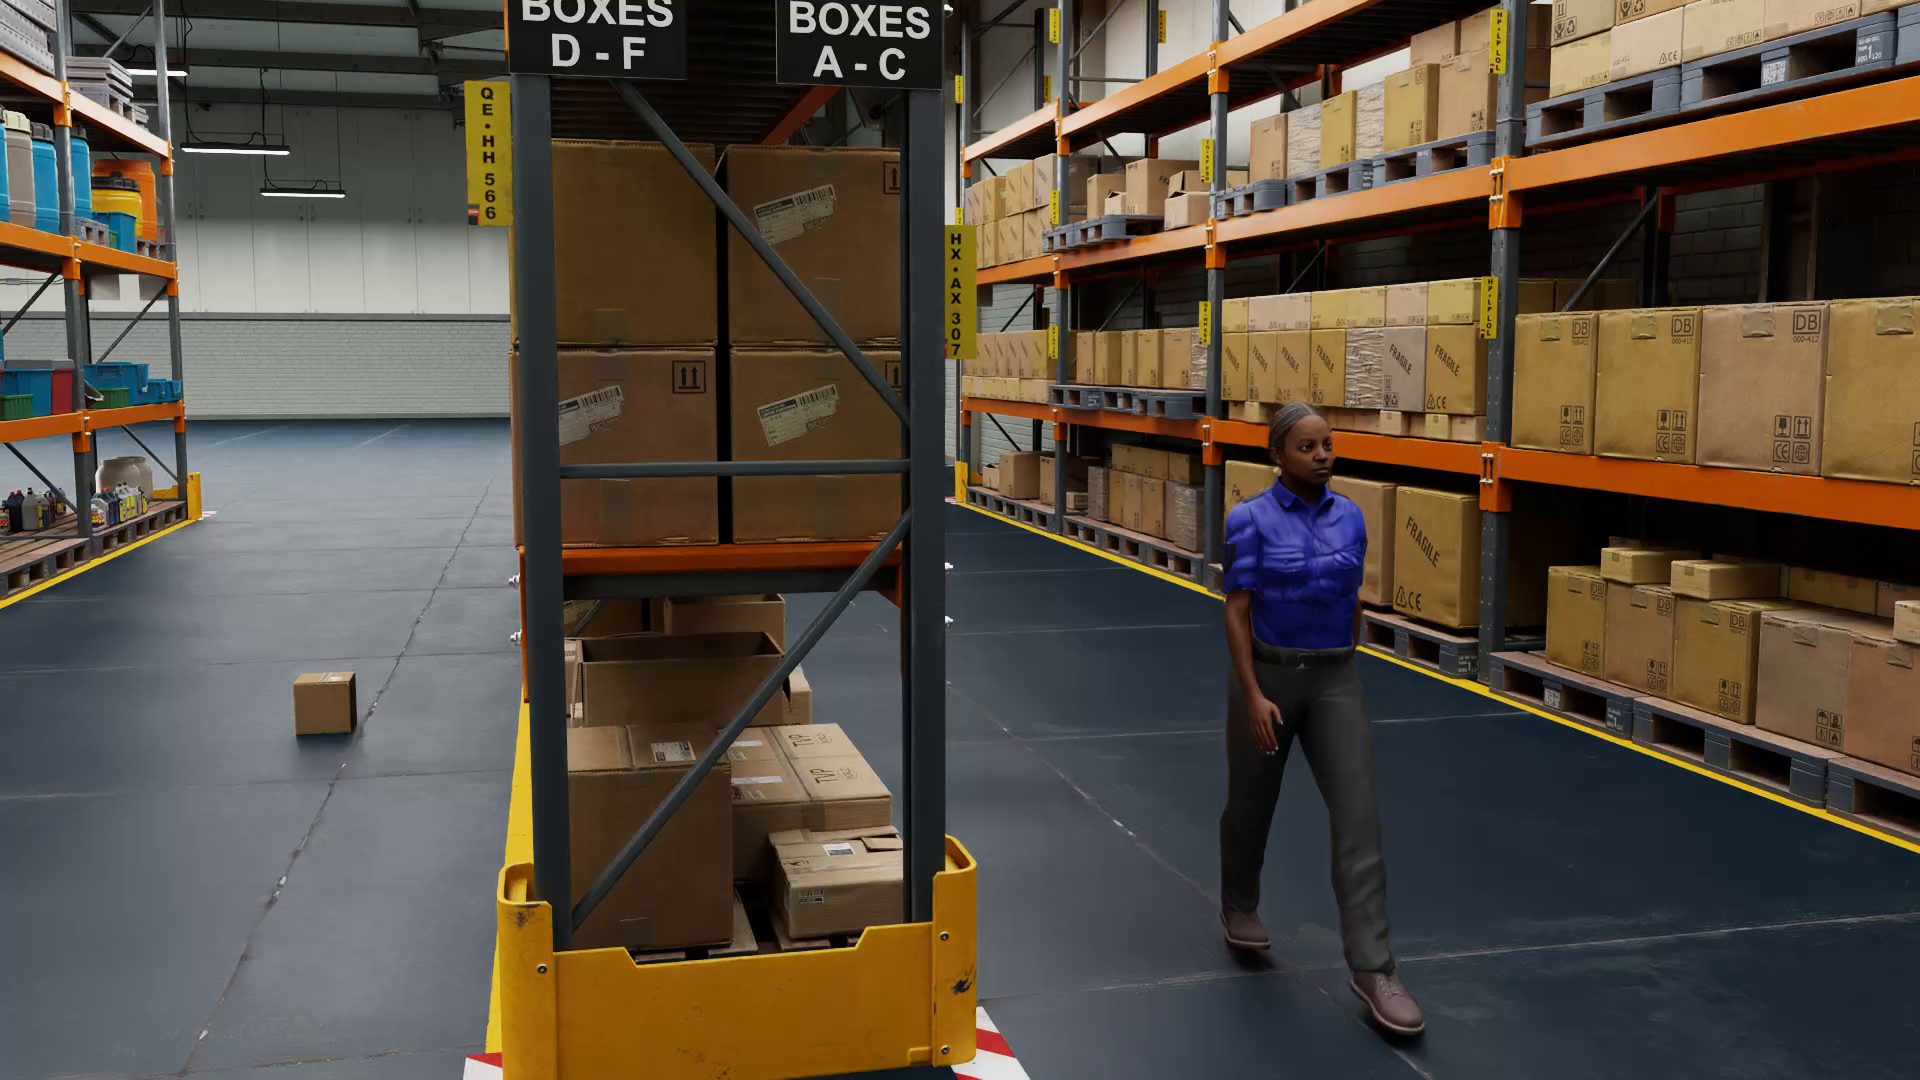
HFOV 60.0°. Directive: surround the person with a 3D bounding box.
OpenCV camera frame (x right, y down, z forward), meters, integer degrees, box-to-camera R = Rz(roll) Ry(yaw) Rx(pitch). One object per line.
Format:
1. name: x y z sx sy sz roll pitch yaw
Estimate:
1. person: 0.945 0.385 4.670 0.460 1.541 0.767 -1 6 -10
